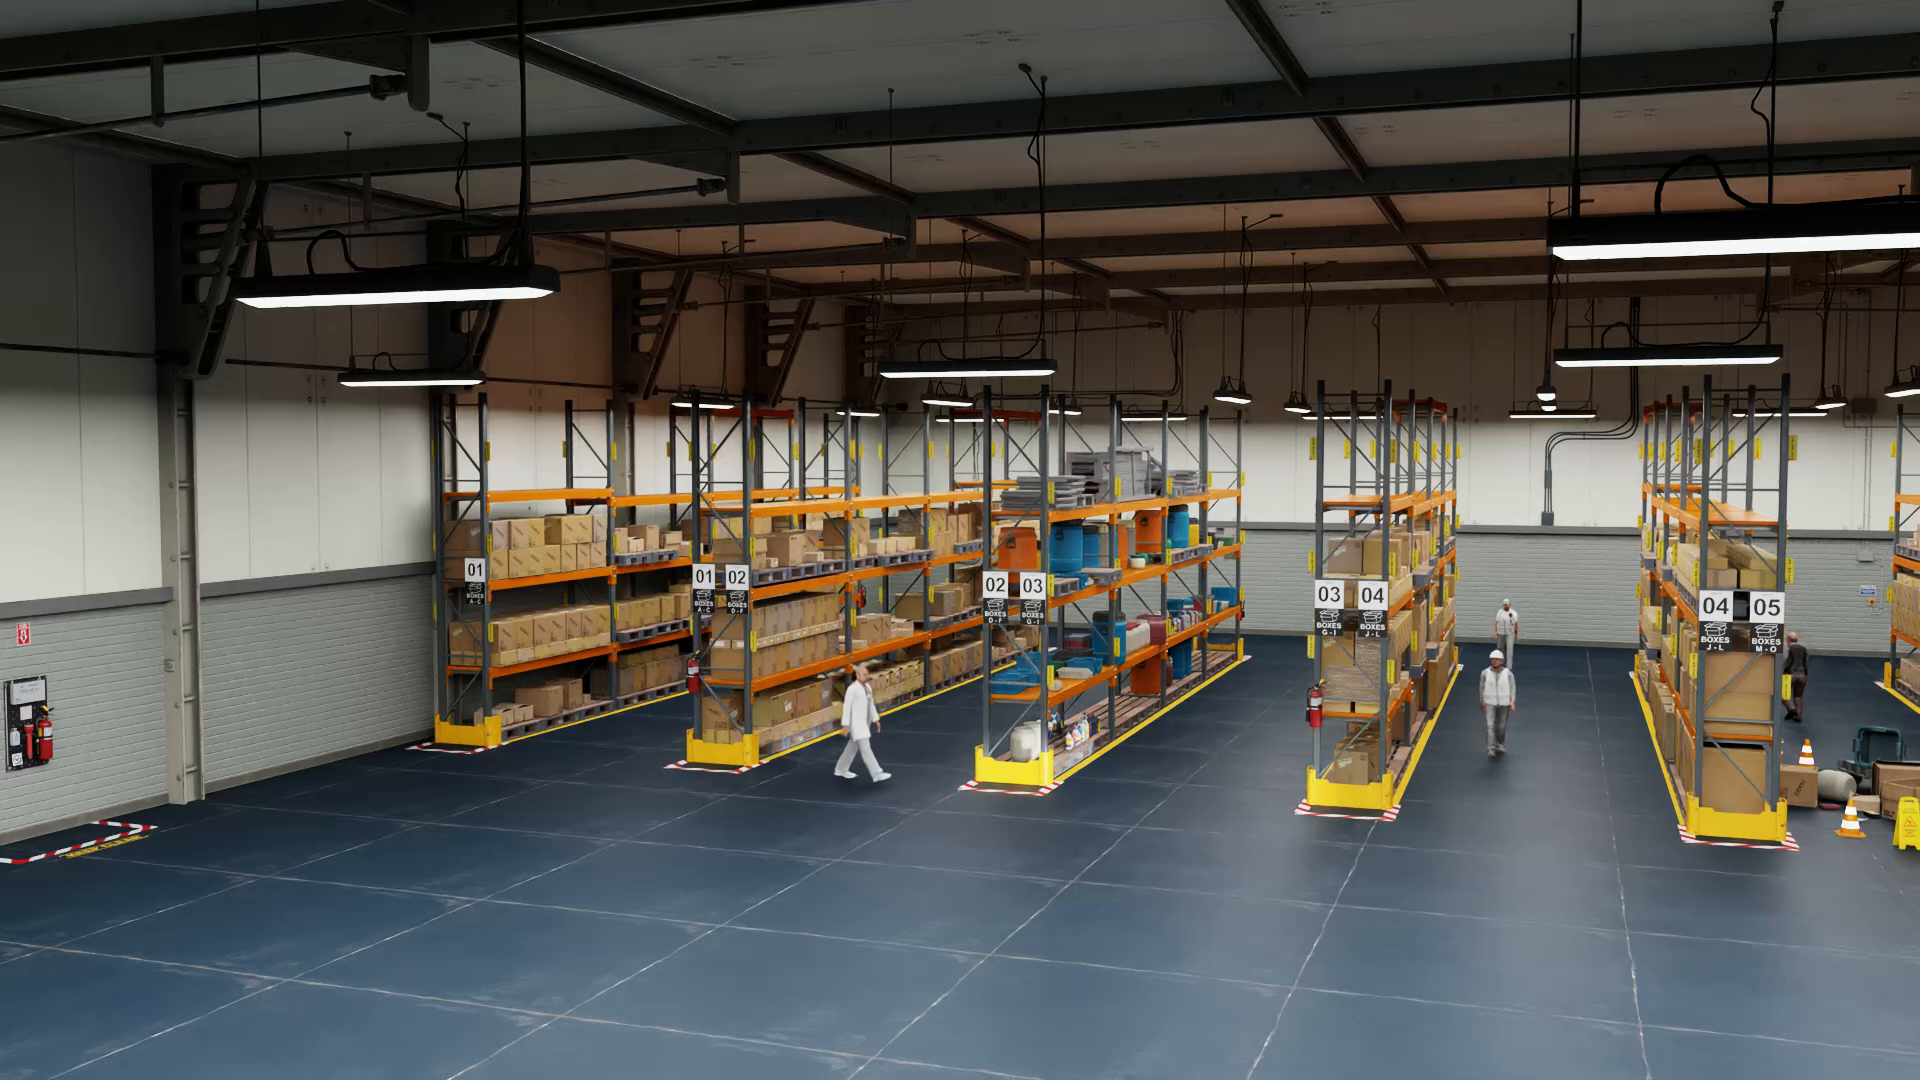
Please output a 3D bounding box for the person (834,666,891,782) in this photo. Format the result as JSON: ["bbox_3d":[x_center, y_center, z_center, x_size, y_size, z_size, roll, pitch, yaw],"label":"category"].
[{"bbox_3d":[-1.442,2.774,25.143,1.099,1.725,0.610,1,3,23],"label":"person"}]

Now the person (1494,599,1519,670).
[{"bbox_3d":[12.563,2.144,38.249,0.541,1.602,1.043,1,3,20],"label":"person"}]

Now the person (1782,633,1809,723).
[{"bbox_3d":[15.499,2.548,30.890,0.579,1.623,0.744,0,3,8],"label":"person"}]

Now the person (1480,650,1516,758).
[{"bbox_3d":[8.800,2.672,27.197,0.565,1.723,1.019,1,3,15],"label":"person"}]
